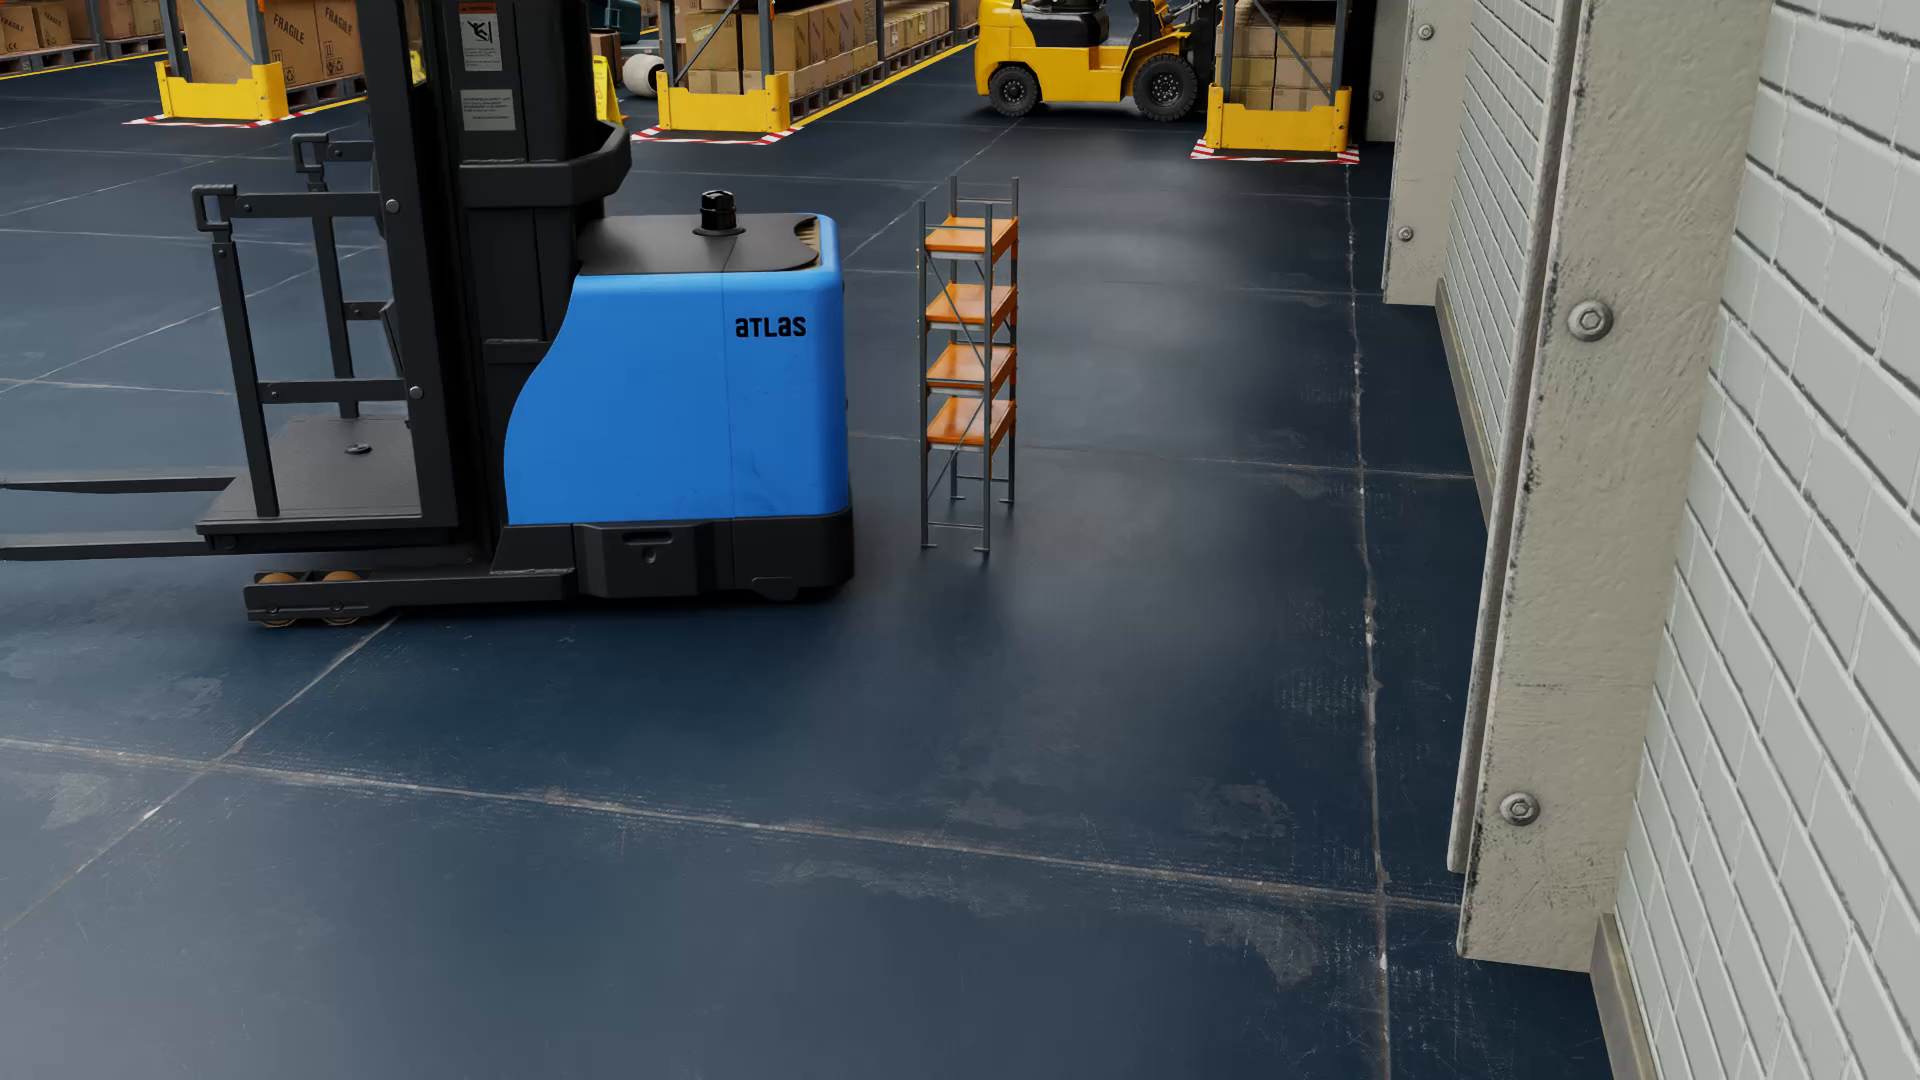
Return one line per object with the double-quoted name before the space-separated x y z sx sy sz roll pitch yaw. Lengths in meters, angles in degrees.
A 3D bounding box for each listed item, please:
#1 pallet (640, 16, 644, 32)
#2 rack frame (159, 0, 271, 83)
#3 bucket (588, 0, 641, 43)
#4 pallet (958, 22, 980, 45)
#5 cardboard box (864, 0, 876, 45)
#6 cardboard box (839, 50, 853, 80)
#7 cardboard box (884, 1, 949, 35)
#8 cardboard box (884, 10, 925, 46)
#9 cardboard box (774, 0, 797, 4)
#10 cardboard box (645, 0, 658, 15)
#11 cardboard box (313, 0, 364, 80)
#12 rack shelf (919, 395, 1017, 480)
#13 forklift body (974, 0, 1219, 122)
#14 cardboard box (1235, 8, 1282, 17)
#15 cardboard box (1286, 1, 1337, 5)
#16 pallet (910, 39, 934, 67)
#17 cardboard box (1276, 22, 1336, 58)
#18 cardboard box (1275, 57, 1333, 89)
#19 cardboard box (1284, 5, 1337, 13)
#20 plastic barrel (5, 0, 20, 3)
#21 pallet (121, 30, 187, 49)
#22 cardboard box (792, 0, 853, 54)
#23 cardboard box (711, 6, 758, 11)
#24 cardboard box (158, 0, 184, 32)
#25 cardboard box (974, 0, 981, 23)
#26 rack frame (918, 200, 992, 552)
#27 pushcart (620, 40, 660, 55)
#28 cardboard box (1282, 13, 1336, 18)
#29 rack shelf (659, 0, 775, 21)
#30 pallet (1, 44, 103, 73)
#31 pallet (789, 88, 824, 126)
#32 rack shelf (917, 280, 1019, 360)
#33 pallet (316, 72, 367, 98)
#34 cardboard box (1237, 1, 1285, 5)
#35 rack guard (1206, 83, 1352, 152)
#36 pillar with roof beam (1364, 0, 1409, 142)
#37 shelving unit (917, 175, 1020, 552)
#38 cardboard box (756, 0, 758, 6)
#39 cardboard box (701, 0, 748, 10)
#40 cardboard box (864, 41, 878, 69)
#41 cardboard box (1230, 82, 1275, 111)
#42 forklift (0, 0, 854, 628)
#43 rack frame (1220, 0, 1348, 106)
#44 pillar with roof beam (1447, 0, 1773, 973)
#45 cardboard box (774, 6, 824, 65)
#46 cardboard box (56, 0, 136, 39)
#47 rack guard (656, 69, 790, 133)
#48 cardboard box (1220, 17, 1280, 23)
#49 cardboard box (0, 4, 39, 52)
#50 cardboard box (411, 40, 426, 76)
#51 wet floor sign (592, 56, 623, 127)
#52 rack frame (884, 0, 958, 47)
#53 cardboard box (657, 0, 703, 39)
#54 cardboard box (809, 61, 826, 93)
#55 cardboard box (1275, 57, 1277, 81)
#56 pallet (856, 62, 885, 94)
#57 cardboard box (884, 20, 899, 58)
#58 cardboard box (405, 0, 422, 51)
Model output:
"pallet" -5.236 -7.386 23.910 1.003 0.211 1.213 4 22 11
"rack frame" -7.030 -5.468 15.415 1.000 3.000 0.127 4 22 11
"bucket" -3.984 -5.892 18.815 0.726 0.611 0.620 13 15 29
"pallet" -0.296 -7.043 23.058 1.003 0.211 1.213 4 22 11
"cardboard box" -1.205 -5.621 17.910 0.500 0.500 0.500 4 22 10
"cardboard box" -1.412 -4.892 17.104 0.500 0.250 0.500 5 22 12
"cardboard box" -0.656 -6.823 21.736 0.950 0.372 0.625 3 22 7
"cardboard box" -0.959 -6.276 20.377 0.950 0.372 0.625 5 23 13
"cardboard box" -1.937 -5.276 17.054 0.500 0.500 0.500 6 23 14
"cardboard box" -4.804 -8.041 24.587 0.500 0.500 0.500 4 22 10
"cardboard box" -6.778 -5.252 17.162 0.875 0.875 0.875 4 22 10
"rack shelf" 0.034 -0.371 5.879 0.258 0.148 0.480 4 22 11
"forklift body" 1.298 -5.190 15.860 2.313 2.155 1.214 4 22 11
"cardboard box" 2.788 -4.883 15.743 0.500 0.250 0.500 4 22 10
"cardboard box" 3.602 -5.402 17.031 0.500 0.250 0.500 5 22 12
"pallet" -0.943 -6.029 20.542 1.003 0.211 1.213 4 22 11
"cardboard box" 2.980 -4.295 14.283 0.500 0.250 0.500 4 22 10
"cardboard box" 2.996 -4.058 14.364 0.500 0.250 0.500 5 22 12
"cardboard box" 3.397 -5.032 16.112 0.500 0.250 0.500 5 22 11
"plastic barrel" -14.970 -8.621 26.012 0.421 0.512 0.421 0 22 0
"pallet" -10.644 -6.785 22.418 1.003 0.211 1.213 4 22 11
"cardboard box" -1.410 -5.248 16.984 0.500 0.500 0.500 6 23 14
"cardboard box" -2.152 -4.899 16.117 0.500 0.500 0.500 5 23 13
"cardboard box" -10.673 -6.991 21.954 0.700 0.500 0.500 3 22 6
"cardboard box" -0.122 -7.835 23.574 0.875 0.875 0.875 5 22 12
"rack frame" -0.016 -0.528 5.558 0.240 1.200 0.015 4 22 11
"pushcart" -3.589 -5.530 19.079 1.648 0.377 0.936 -3 22 -8
"cardboard box" 3.191 -4.660 15.190 0.500 0.250 0.500 4 22 11
"rack shelf" -1.755 -5.525 16.521 1.077 0.370 4.000 4 22 11
"pallet" -11.151 -5.804 19.983 1.003 0.211 1.213 4 22 11
"pallet" -1.947 -4.156 15.891 1.003 0.211 1.213 4 22 11
"rack shelf" 0.034 -0.762 5.721 0.258 0.148 0.480 4 22 11
"pallet" -6.692 -4.918 17.782 1.003 0.211 1.213 4 22 11
"cardboard box" 2.993 -5.257 16.673 0.500 0.250 0.500 4 22 11
"rack guard" 2.692 -3.582 14.079 1.175 0.500 0.348 4 22 11
"pillar with roof beam" -0.493 -8.048 13.790 9.100 9.000 0.400 4 22 11
"shelving unit" 0.034 -0.617 5.780 0.258 1.200 0.503 4 22 11
"cardboard box" -2.136 -5.336 16.334 0.380 0.149 0.250 5 23 13
"cardboard box" -2.246 -5.148 15.867 0.380 0.149 0.250 5 22 12
"cardboard box" -1.204 -5.273 18.050 0.500 0.250 0.500 5 23 13
"cardboard box" 2.483 -3.866 14.556 0.500 0.250 0.500 5 22 11
"forklift" -1.889 -1.293 5.140 3.031 2.935 1.130 -2 22 -5
"rack frame" 2.697 -4.751 13.634 1.000 3.000 0.127 4 22 11
"pillar with roof beam" -2.942 -3.659 2.893 9.100 9.000 0.400 4 22 11
"cardboard box" -1.621 -4.869 16.043 0.500 0.500 0.500 4 22 9
"cardboard box" -10.902 -6.613 21.017 0.700 0.500 0.500 3 22 7
"rack guard" -2.148 -3.996 15.106 1.175 0.500 0.348 4 22 11
"cardboard box" 2.584 -4.513 14.825 0.500 0.250 0.500 5 22 12
"cardboard box" -11.279 -6.028 19.590 0.500 0.500 0.500 12 25 28
"cardboard box" -5.526 -5.127 17.910 0.500 0.500 0.500 8 23 20
"wet floor sign" -3.249 -4.048 15.040 0.267 0.644 0.232 13 25 29
"rack frame" -0.531 -8.053 21.835 1.000 3.000 0.127 4 22 11
"cardboard box" -3.096 -5.907 18.838 0.500 0.500 0.500 4 22 11
"cardboard box" -1.616 -4.507 16.148 0.500 0.250 0.500 5 23 13
"cardboard box" 2.603 -4.286 14.931 0.500 0.250 0.500 4 22 10
"pallet" -1.449 -5.049 18.107 1.003 0.211 1.213 4 22 11
"cardboard box" -1.242 -5.758 19.092 0.950 0.372 0.625 5 22 12
"cardboard box" -6.410 -5.915 18.808 0.875 0.875 0.875 5 22 12
